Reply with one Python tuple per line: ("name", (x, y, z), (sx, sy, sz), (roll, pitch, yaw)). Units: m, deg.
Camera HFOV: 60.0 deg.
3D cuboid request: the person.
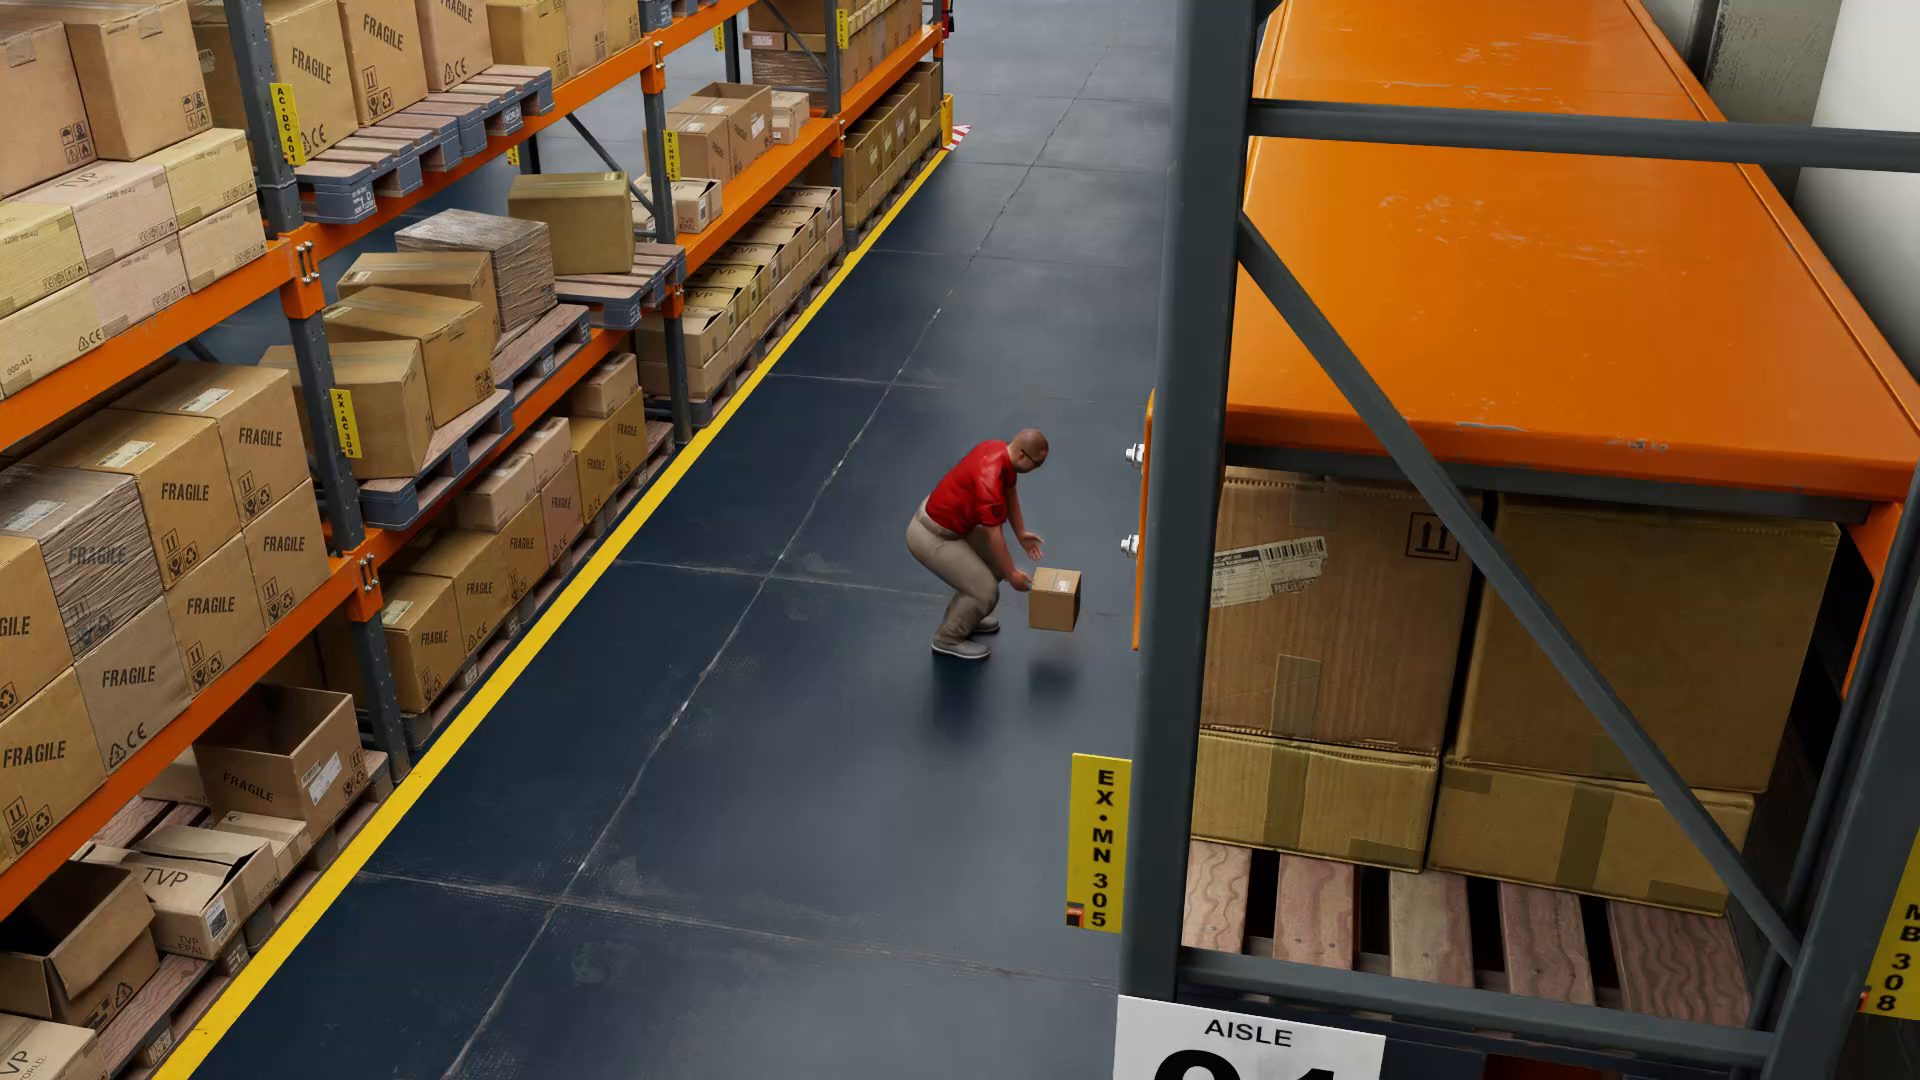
("person", (0.099, -0.025, 9.116), (0.753, 1.322, 0.590), (6, 29, 11))
